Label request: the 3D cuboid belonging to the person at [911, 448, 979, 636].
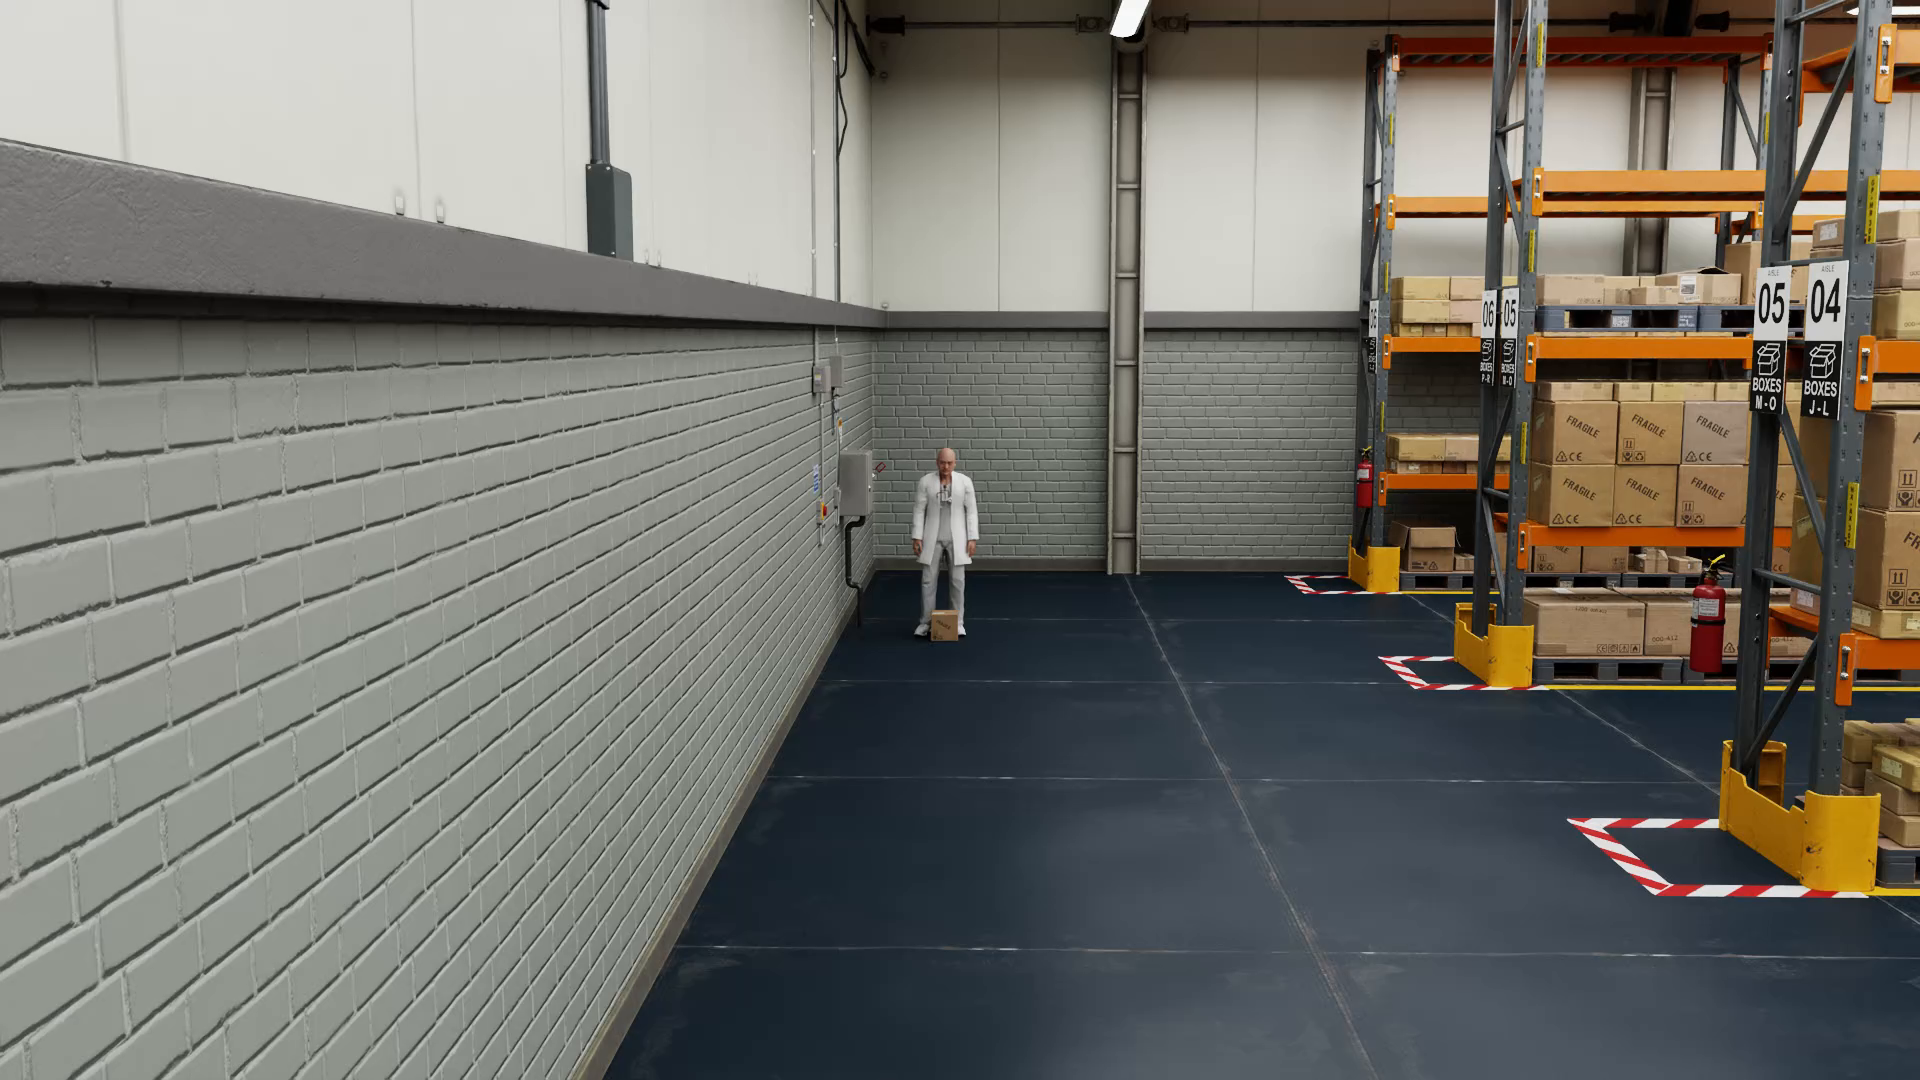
[{"bbox_3d":[-0.145,0.013,15.721,0.643,1.774,0.420,0,7,1],"label":"person"}]
